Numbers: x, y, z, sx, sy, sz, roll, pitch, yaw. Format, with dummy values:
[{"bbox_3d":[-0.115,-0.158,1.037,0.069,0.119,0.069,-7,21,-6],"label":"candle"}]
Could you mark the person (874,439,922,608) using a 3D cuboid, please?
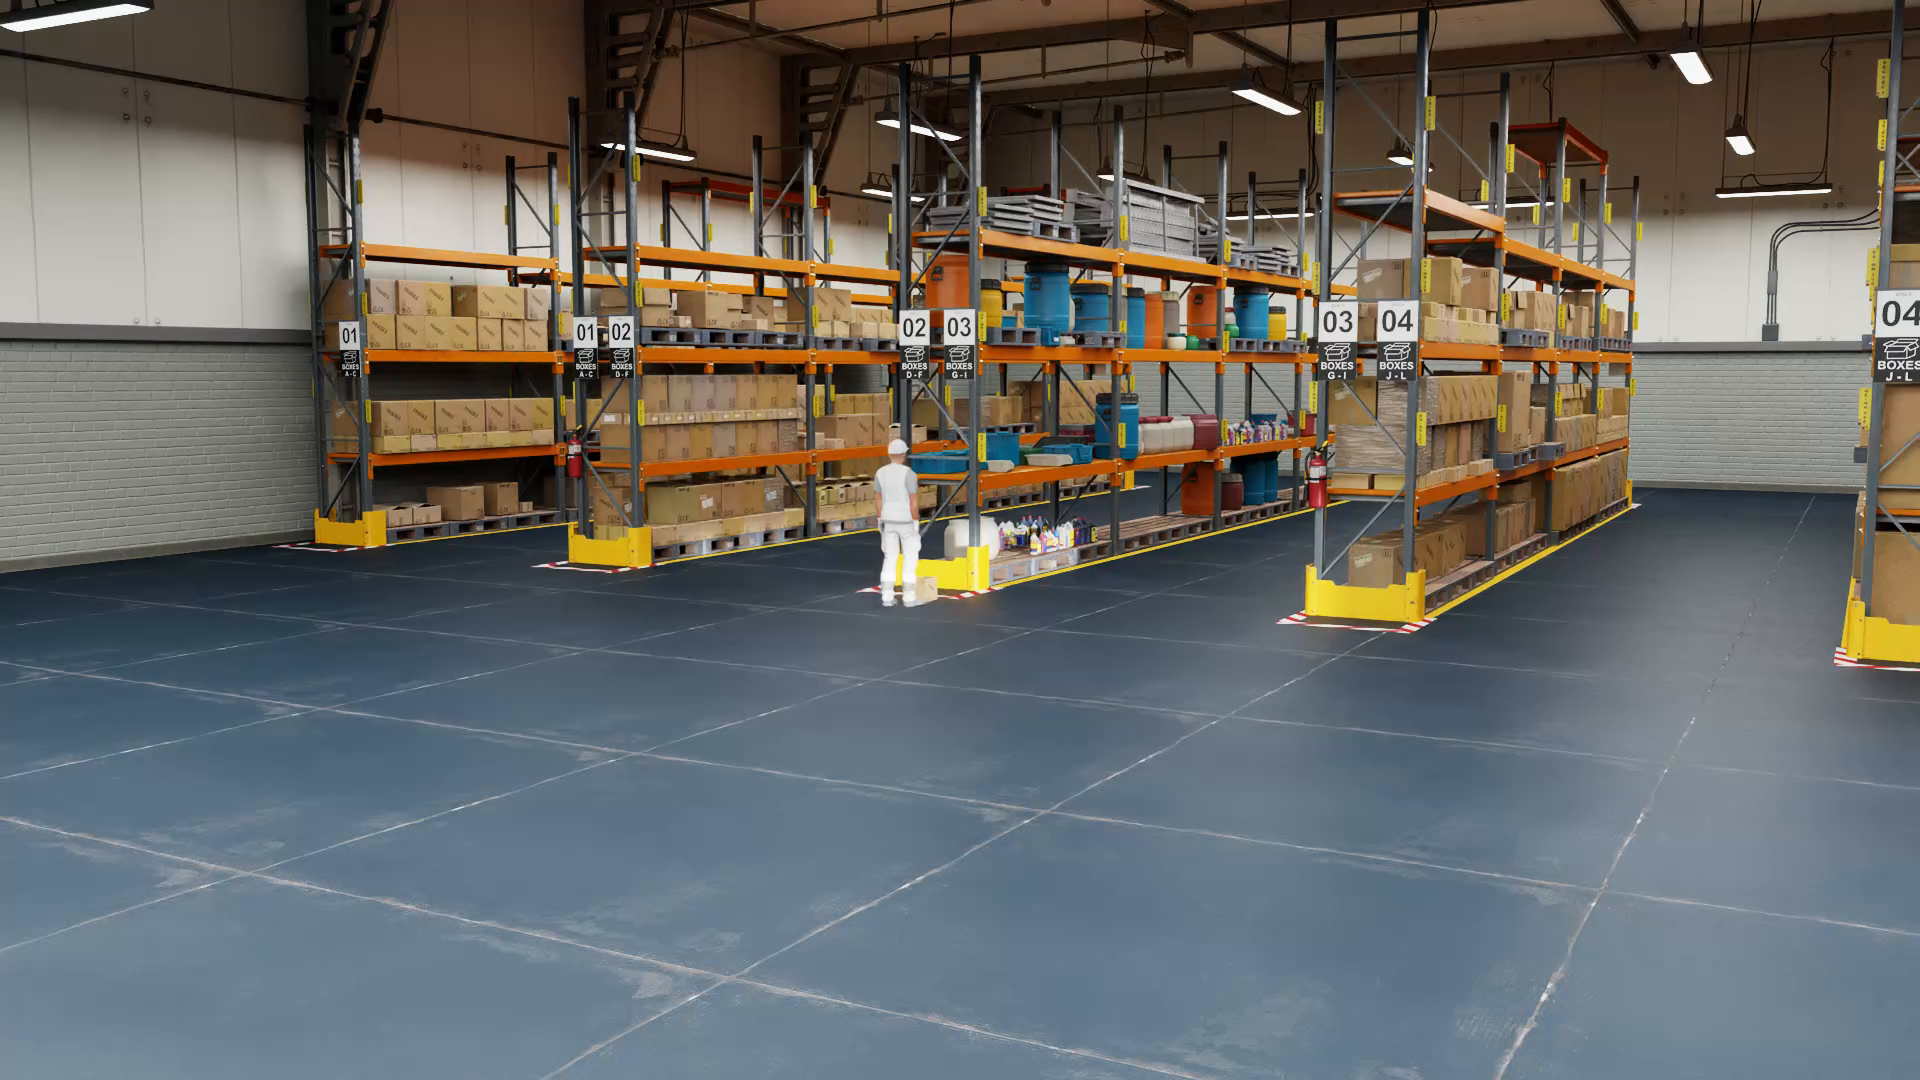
[{"bbox_3d":[-0.648,-0.187,17.781,0.524,1.788,0.371,3,7,30],"label":"person"}]
